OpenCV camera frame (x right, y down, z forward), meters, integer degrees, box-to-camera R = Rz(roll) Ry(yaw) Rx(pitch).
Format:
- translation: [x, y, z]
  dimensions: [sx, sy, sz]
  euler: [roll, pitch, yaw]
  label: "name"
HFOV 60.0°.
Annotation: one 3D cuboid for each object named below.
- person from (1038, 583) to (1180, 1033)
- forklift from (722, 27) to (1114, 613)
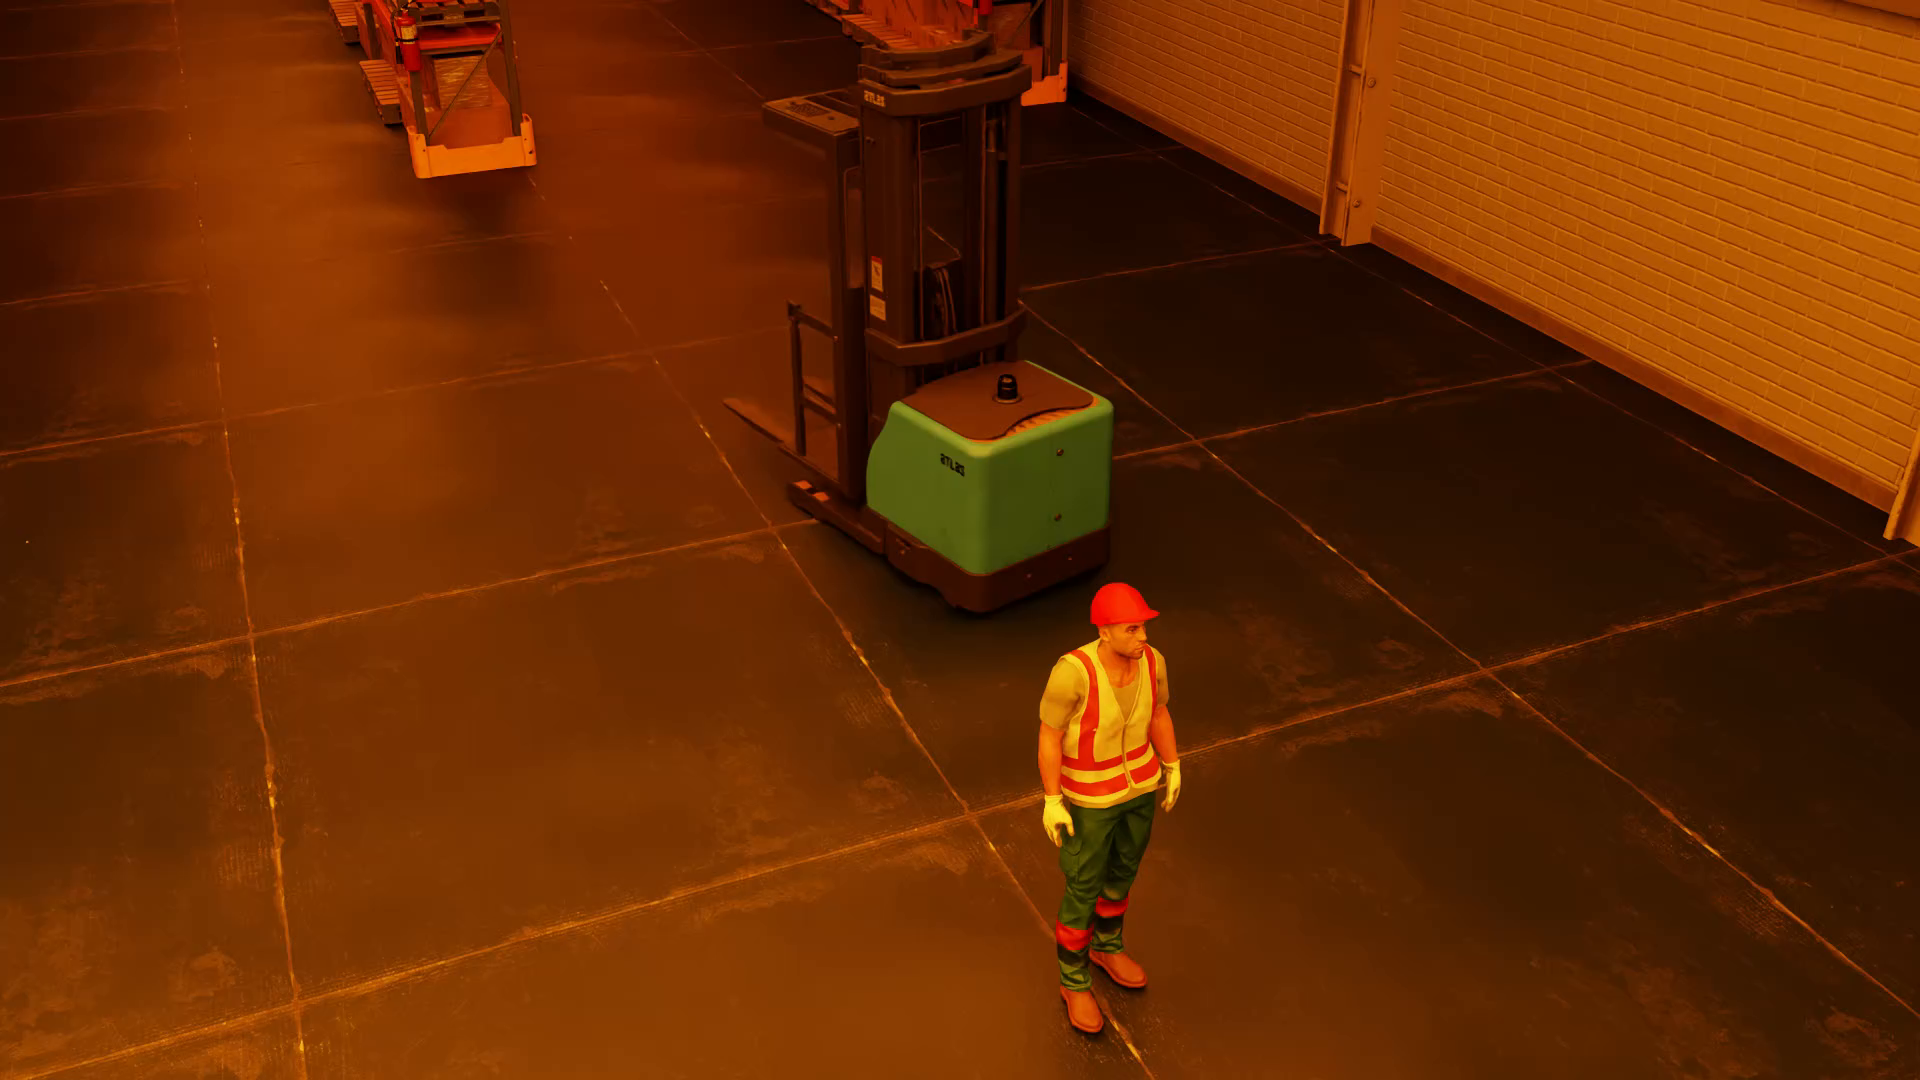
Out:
- translation: [0.624, 1.017, 6.477]
  dimensions: [0.637, 1.790, 0.562]
  euler: [-16, 33, -26]
  label: "person"
- translation: [-0.425, -1.538, 9.809]
  dimensions: [1.130, 2.935, 3.031]
  euler: [-21, 36, -32]
  label: "forklift"
